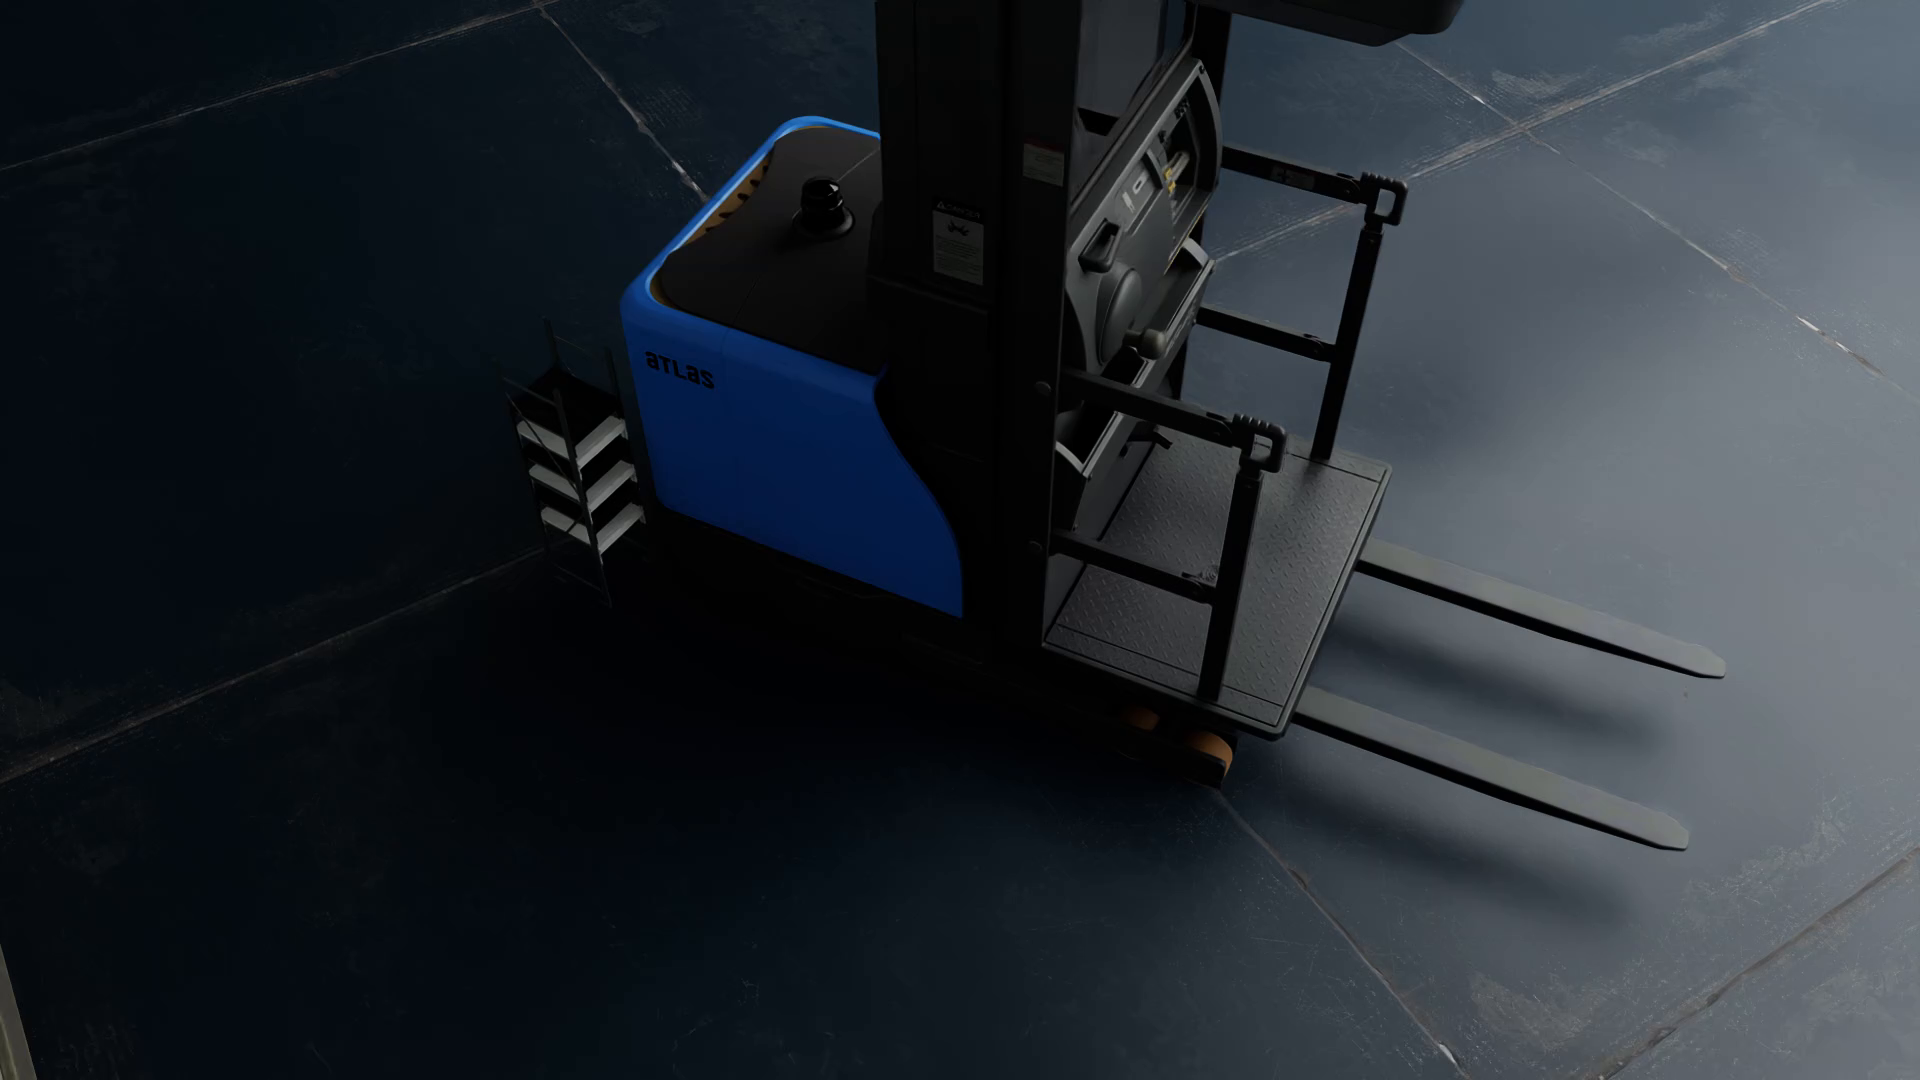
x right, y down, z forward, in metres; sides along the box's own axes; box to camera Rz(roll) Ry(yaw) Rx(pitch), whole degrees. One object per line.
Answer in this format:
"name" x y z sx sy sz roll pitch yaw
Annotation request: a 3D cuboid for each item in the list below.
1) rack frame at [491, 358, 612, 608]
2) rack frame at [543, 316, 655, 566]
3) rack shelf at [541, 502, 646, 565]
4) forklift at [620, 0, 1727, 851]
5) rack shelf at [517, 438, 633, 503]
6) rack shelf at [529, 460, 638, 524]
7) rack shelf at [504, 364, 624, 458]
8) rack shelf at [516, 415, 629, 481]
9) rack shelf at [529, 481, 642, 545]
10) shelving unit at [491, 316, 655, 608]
"rack frame" -1.162 -0.142 4.774 0.240 0.900 0.006 26 53 21
"rack frame" -1.051 -0.269 4.887 0.240 0.900 0.006 26 53 21
"rack shelf" -1.107 -0.064 4.990 0.258 0.077 0.200 26 53 21
"forklift" 0.634 -0.746 3.952 3.031 2.935 1.130 20 51 17
"rack shelf" -1.106 -0.243 4.788 0.258 0.077 0.200 26 53 21
"rack shelf" -1.107 -0.184 4.855 0.258 0.077 0.200 26 53 21
"rack shelf" -1.106 -0.363 4.654 0.258 0.077 0.200 26 53 21
"rack shelf" -1.106 -0.303 4.721 0.258 0.077 0.200 26 53 21
"rack shelf" -1.107 -0.124 4.923 0.258 0.077 0.200 26 53 21
"shelving unit" -1.106 -0.206 4.830 0.258 0.900 0.210 26 53 21
